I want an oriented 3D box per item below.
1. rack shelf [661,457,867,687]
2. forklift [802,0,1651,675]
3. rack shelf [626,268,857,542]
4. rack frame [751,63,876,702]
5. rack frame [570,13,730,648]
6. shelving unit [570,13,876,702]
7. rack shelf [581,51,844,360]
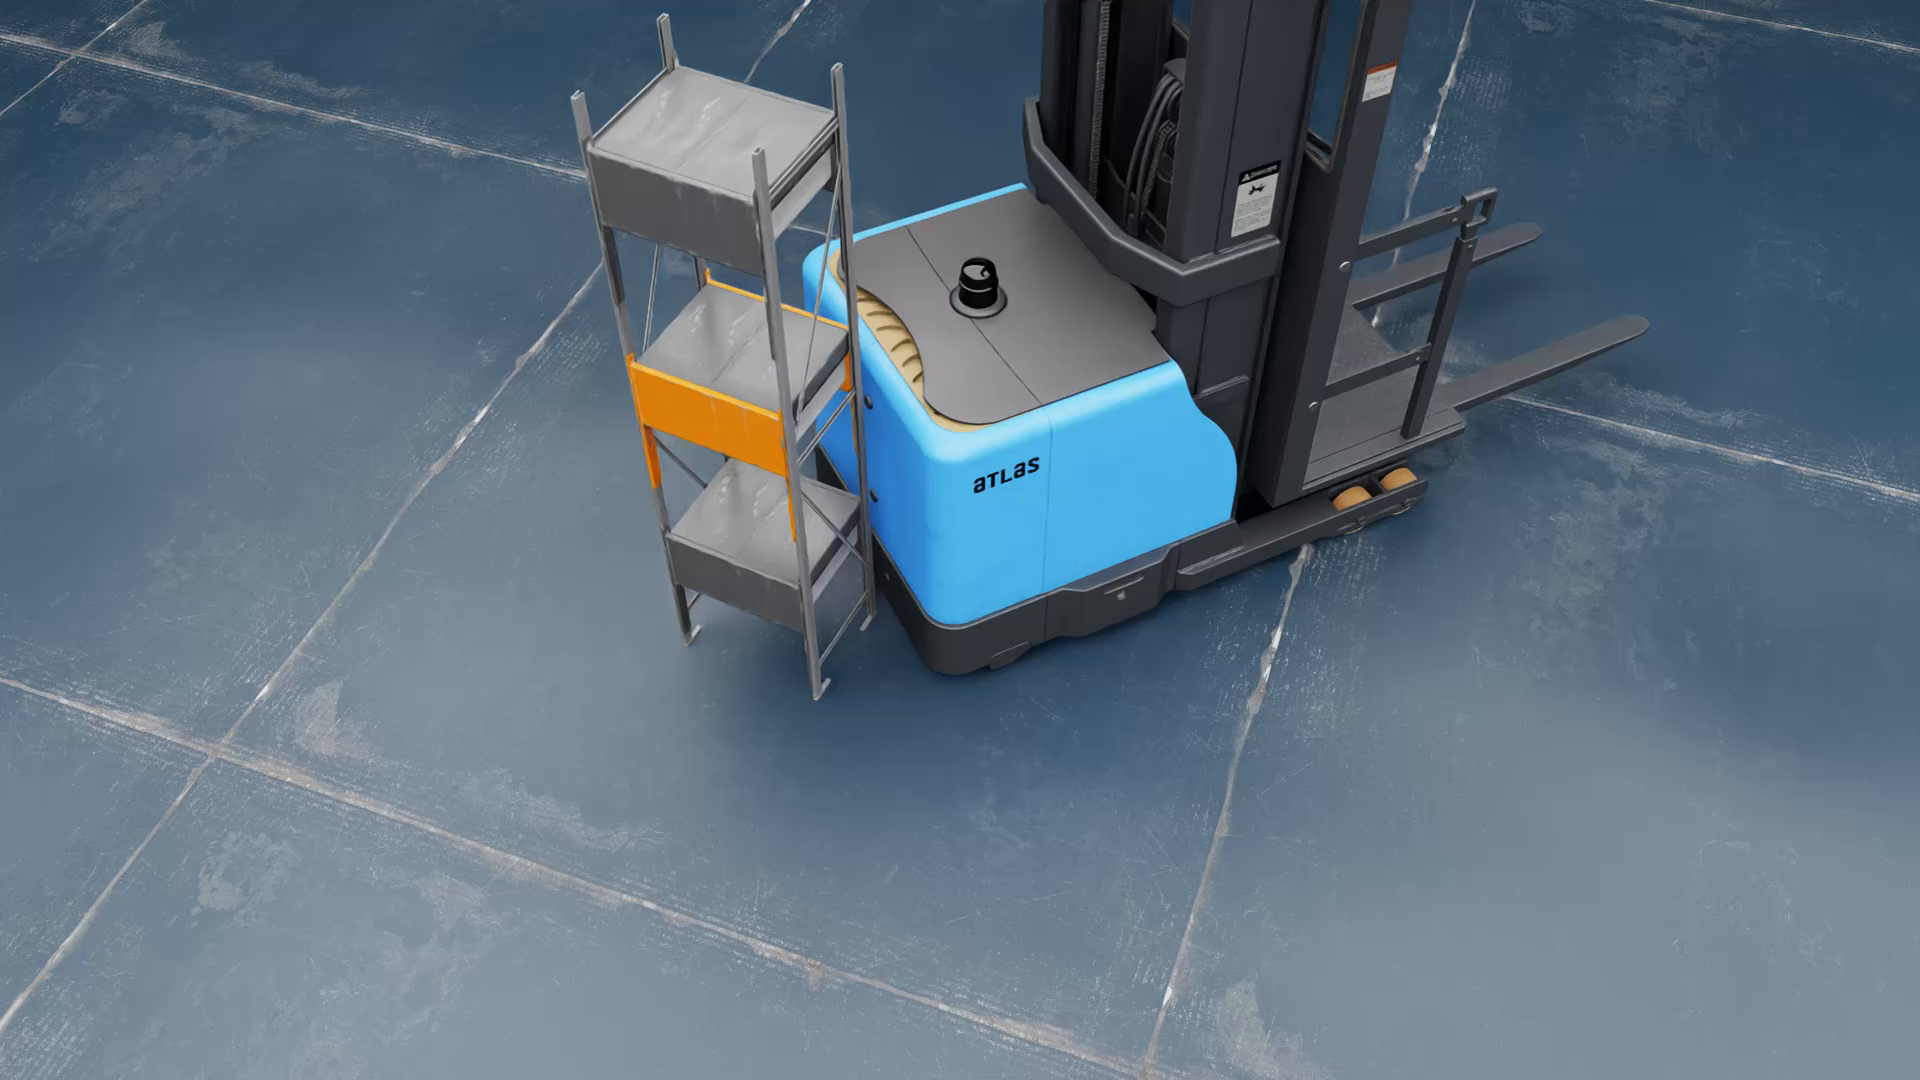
[{"bbox_3d":[-0.592,0.076,5.239,0.480,0.518,0.431,20,52,17],"label":"rack shelf"},{"bbox_3d":[1.052,-1.321,4.956,3.031,2.935,1.130,-21,52,-17],"label":"forklift"},{"bbox_3d":[-0.592,-0.382,4.710,0.480,0.518,0.431,20,52,17],"label":"rack shelf"},{"bbox_3d":[-0.373,-0.310,4.629,0.015,2.100,0.400,20,52,17],"label":"rack frame"},{"bbox_3d":[-0.811,-0.473,4.770,0.015,2.100,0.400,20,52,17],"label":"rack frame"},{"bbox_3d":[-0.592,-0.391,4.700,0.503,2.100,0.431,20,52,17],"label":"shelving unit"},{"bbox_3d":[-0.592,-0.841,4.181,0.480,0.518,0.431,20,52,17],"label":"rack shelf"}]
